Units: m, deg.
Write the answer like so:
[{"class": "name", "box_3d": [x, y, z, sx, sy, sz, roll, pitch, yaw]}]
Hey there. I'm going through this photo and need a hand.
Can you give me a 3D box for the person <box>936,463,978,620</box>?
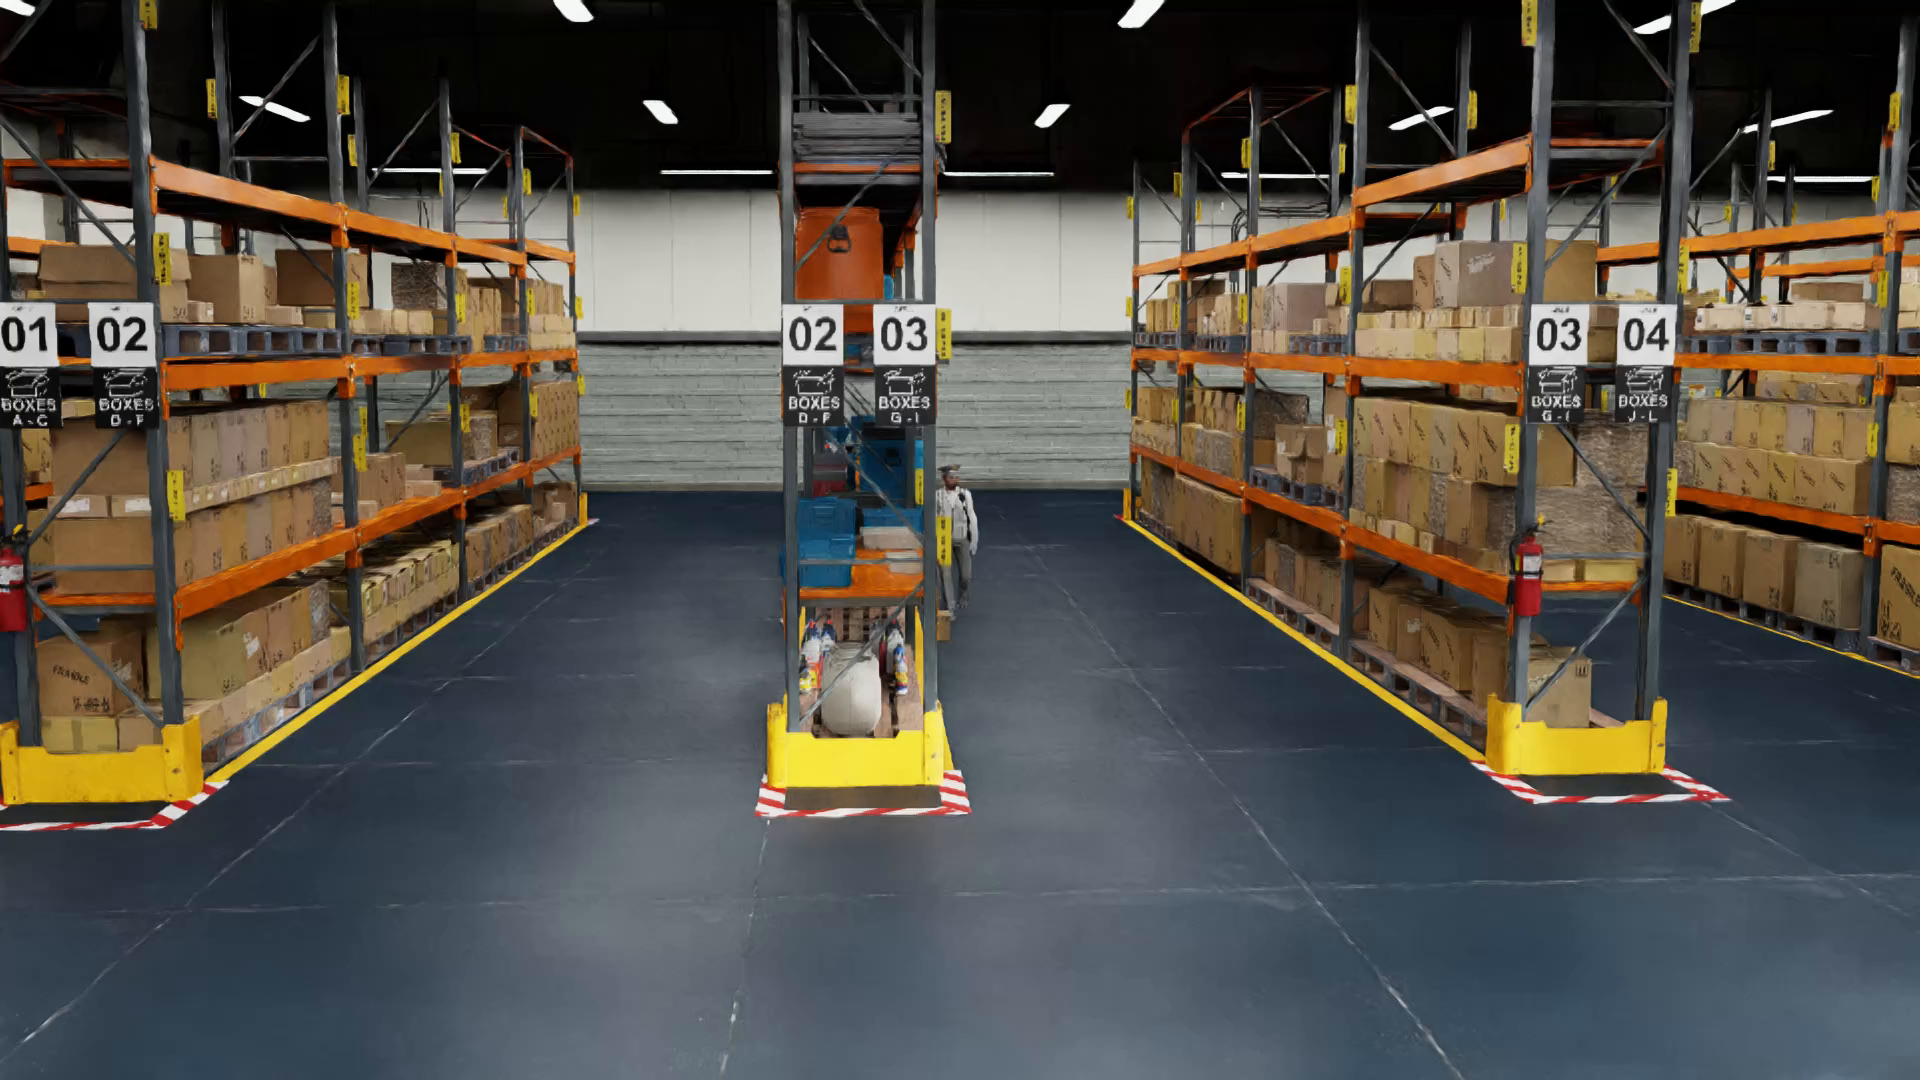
[{"class": "person", "box_3d": [-0.069, -0.001, 17.659, 0.523, 1.651, 0.766, 0, 7, -1]}]
